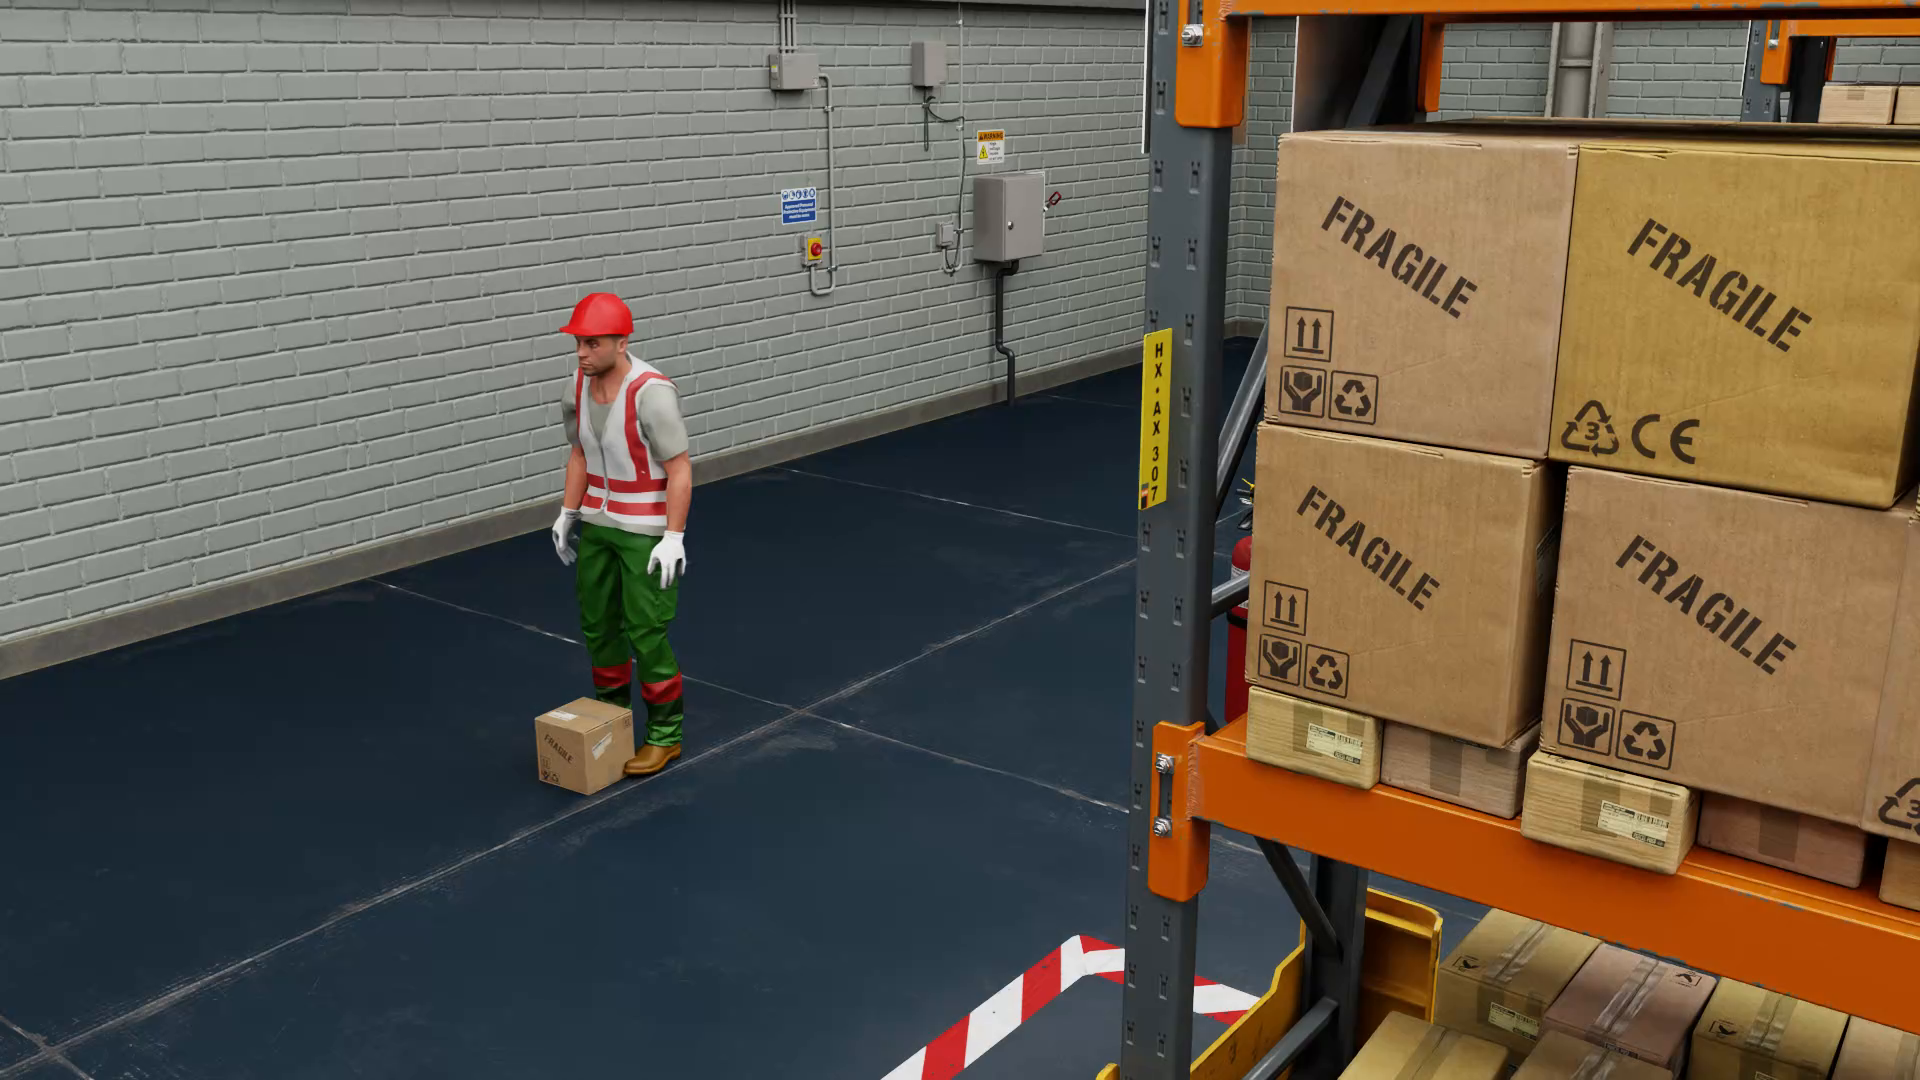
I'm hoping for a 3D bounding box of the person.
[{"bbox_3d":[-1.237,-0.023,6.088,0.623,1.780,0.450,11,20,33],"label":"person"}]
